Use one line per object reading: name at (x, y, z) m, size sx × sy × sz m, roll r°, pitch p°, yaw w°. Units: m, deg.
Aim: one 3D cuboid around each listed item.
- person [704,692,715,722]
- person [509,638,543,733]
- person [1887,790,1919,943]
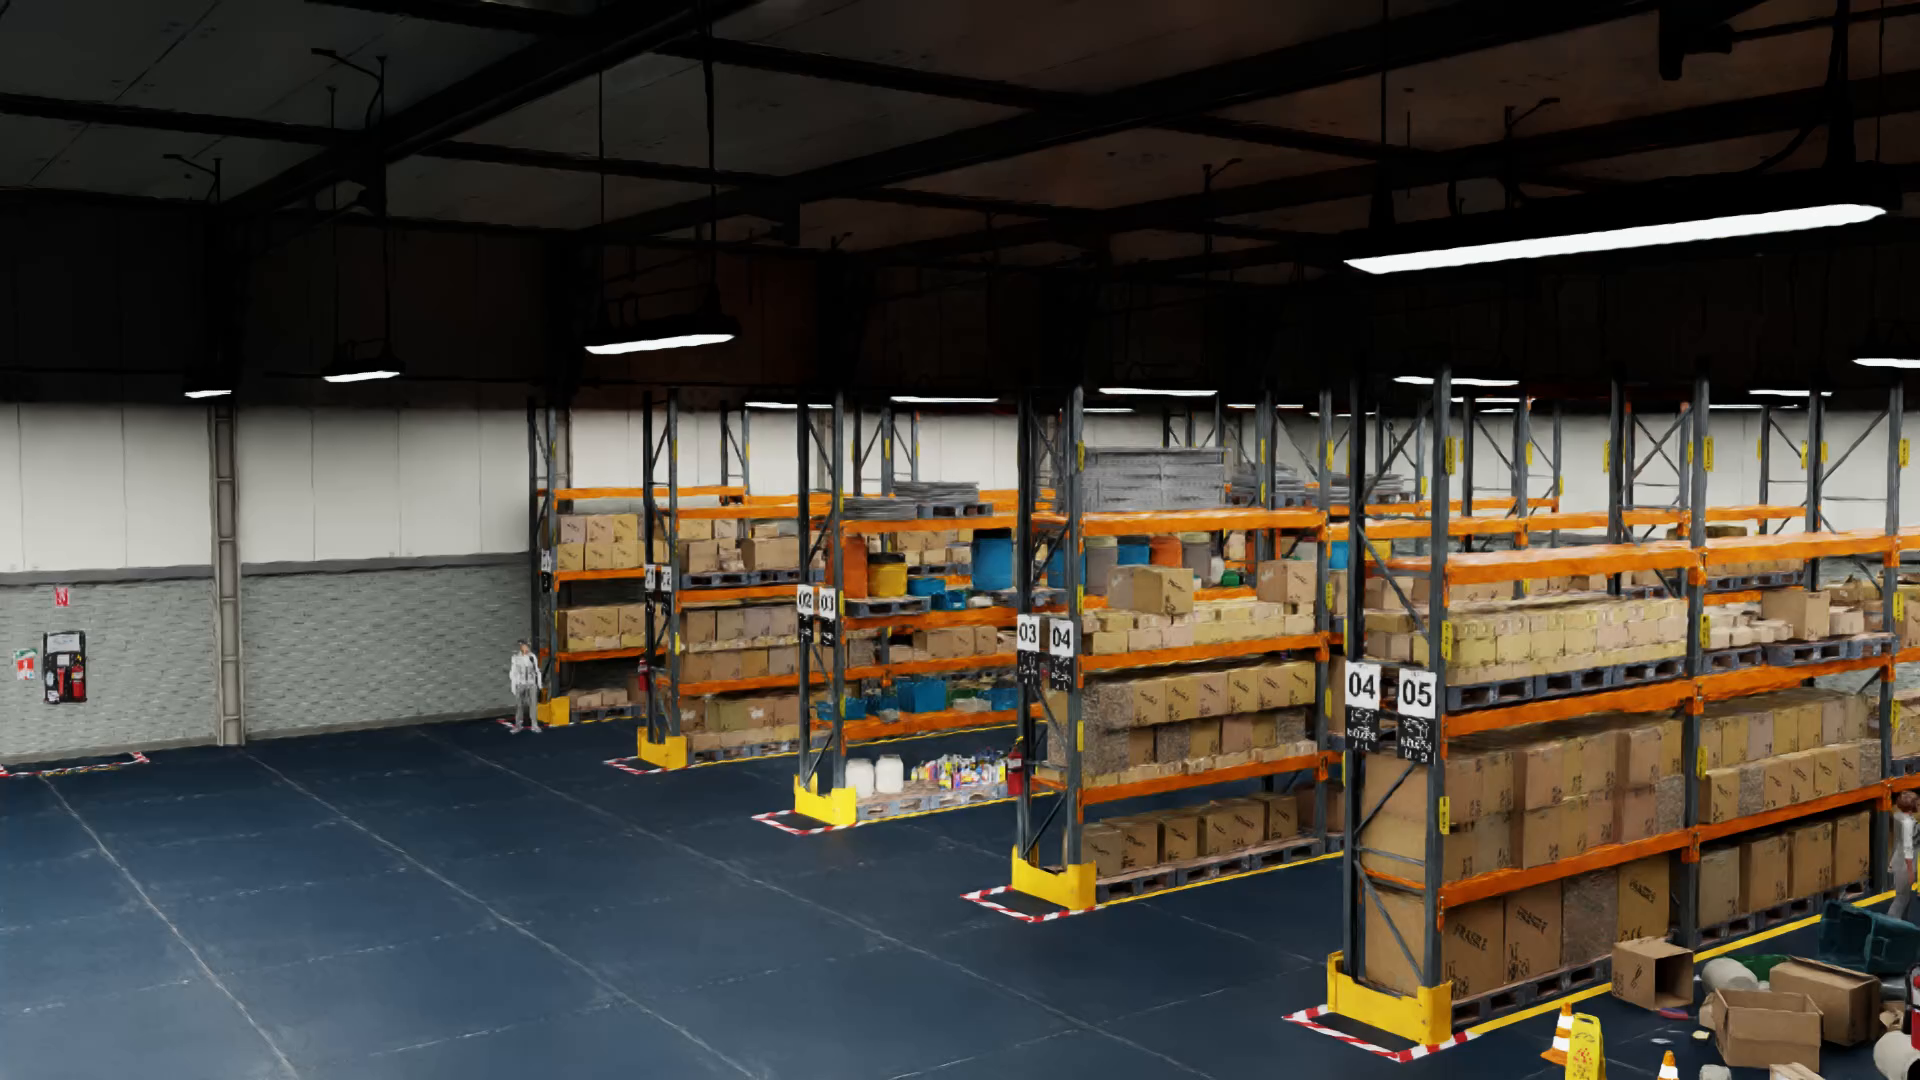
person at (-4.562, 2.562, 30.325) m, size 0.613 × 1.607 × 0.808 m, roll 2°, pitch 4°, yaw 36°
person at (-7.692, 2.569, 29.422) m, size 0.582 × 1.691 × 0.370 m, roll -1°, pitch 4°, yaw -22°
person at (9.672, 3.348, 16.967) m, size 0.401 × 1.599 × 0.465 m, roll 1°, pitch 4°, yaw 22°
